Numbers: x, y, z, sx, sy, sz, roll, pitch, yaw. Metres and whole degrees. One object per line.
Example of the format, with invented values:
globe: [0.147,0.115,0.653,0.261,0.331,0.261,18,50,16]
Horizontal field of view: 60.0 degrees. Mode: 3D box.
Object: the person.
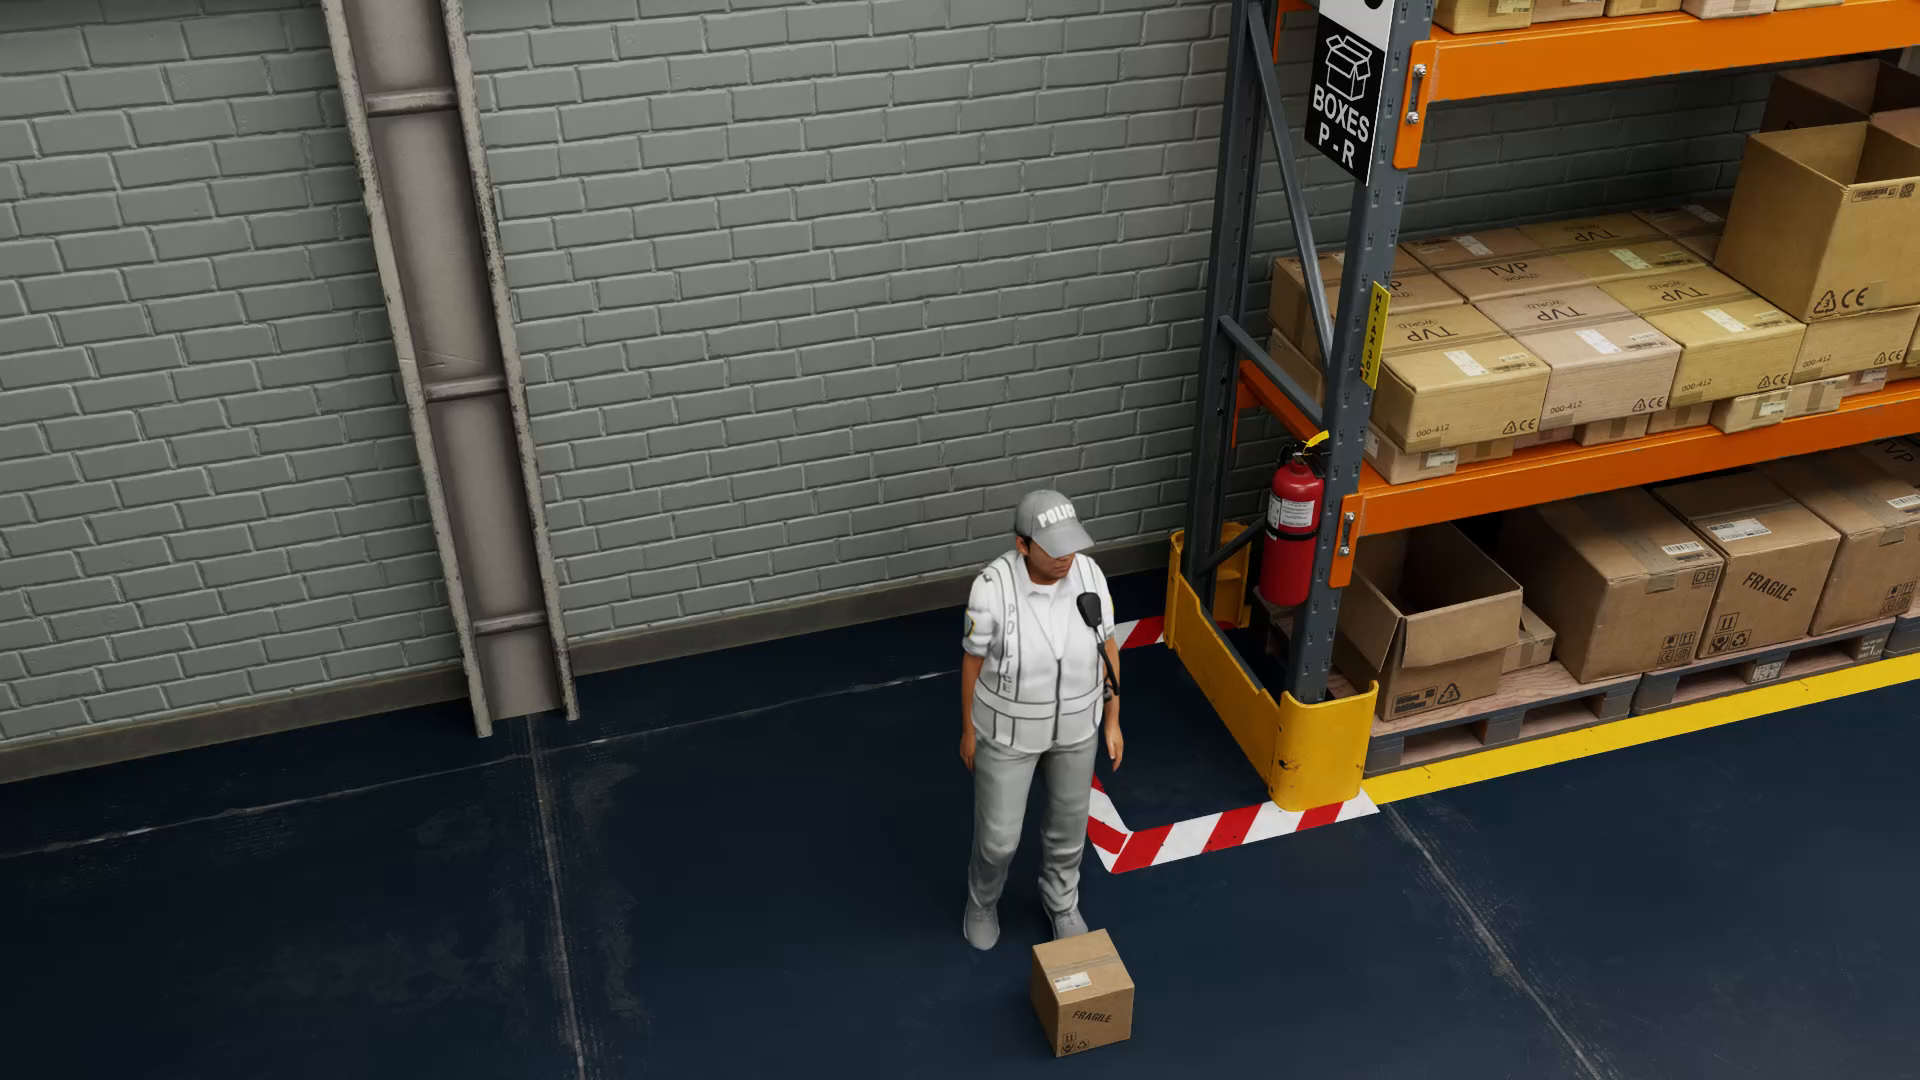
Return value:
person: [0.263,0.626,5.234,0.515,1.722,0.462,-10,35,-15]
